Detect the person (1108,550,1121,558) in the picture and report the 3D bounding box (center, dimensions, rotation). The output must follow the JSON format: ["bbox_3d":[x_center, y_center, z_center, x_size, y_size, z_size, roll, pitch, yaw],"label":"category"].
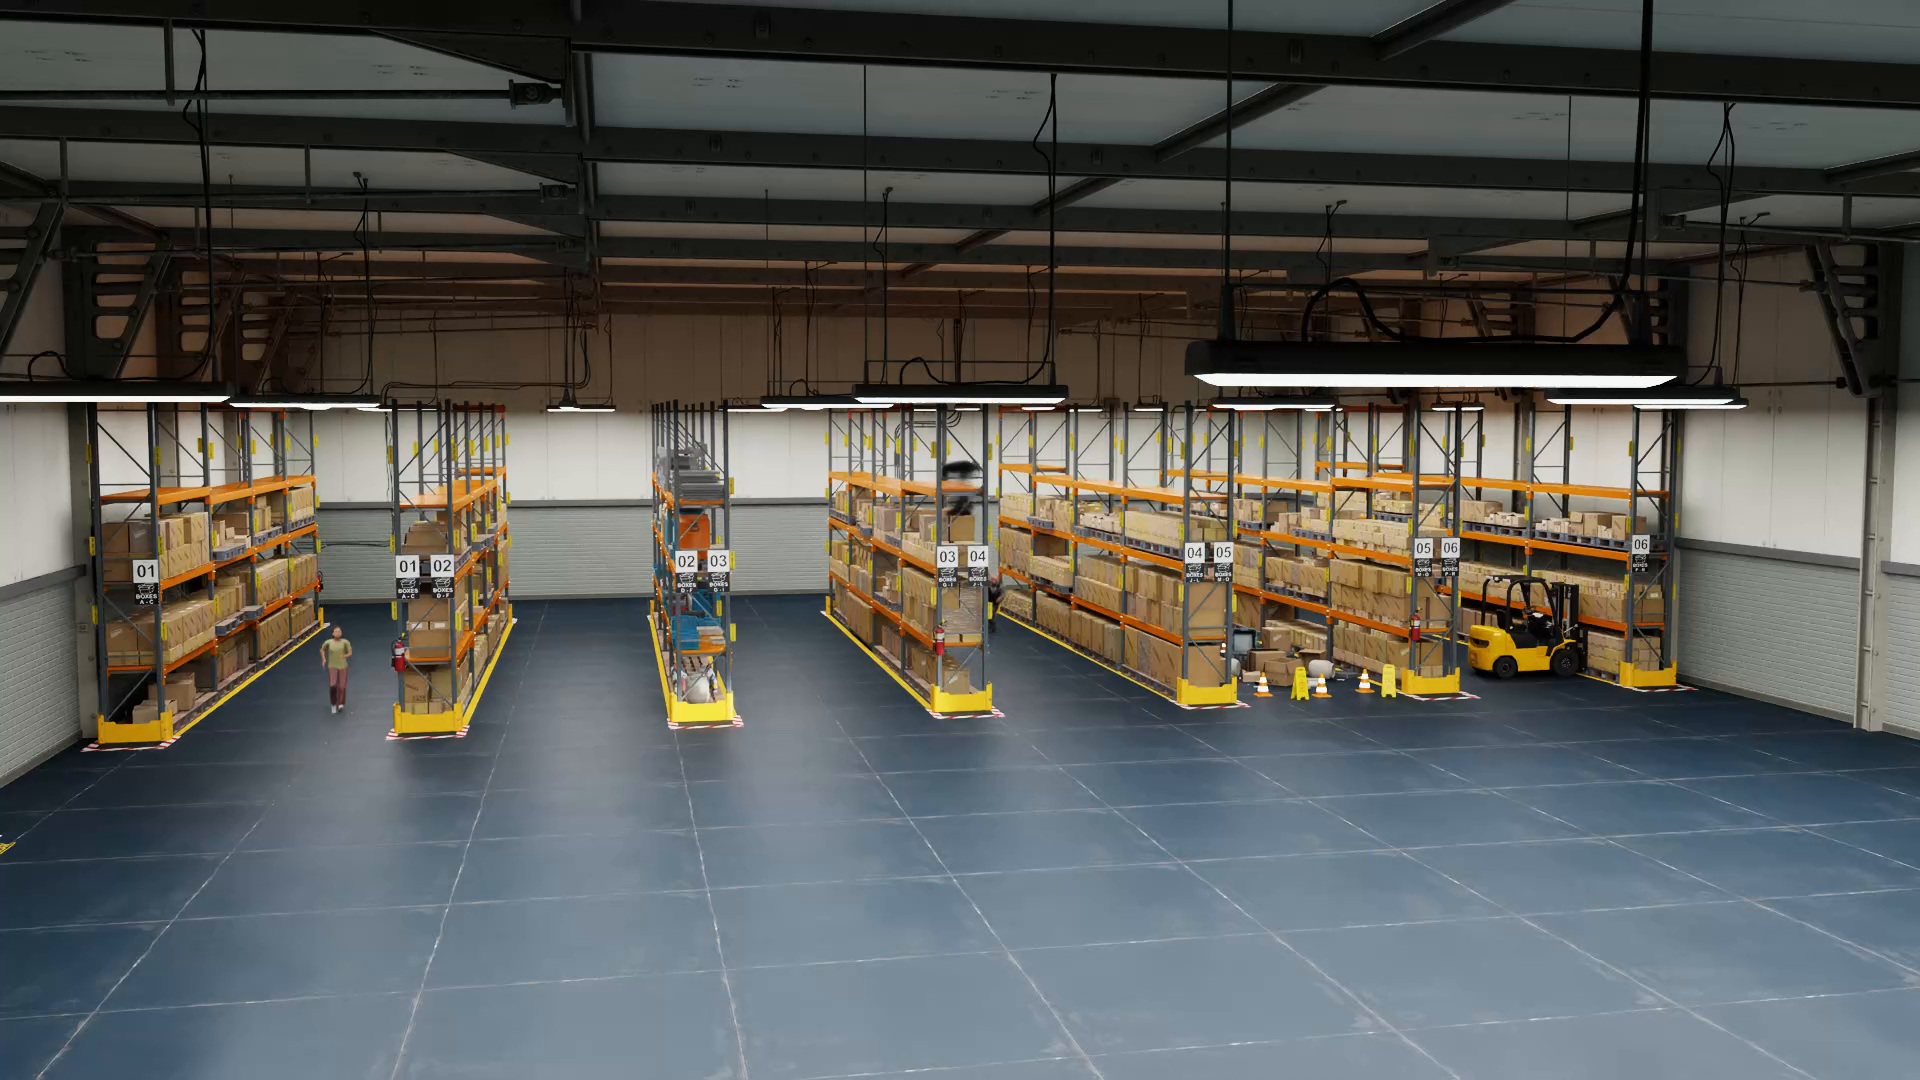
[{"bbox_3d":[4.858,1.068,50.471,0.768,1.707,0.658,-2,5,-28],"label":"person"}]

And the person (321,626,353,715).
[{"bbox_3d":[-11.945,2.485,31.898,0.572,1.689,0.687,-2,5,-22],"label":"person"}]

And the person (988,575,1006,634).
[{"bbox_3d":[0.852,1.650,43.567,0.674,1.558,1.056,0,4,-3],"label":"person"}]
